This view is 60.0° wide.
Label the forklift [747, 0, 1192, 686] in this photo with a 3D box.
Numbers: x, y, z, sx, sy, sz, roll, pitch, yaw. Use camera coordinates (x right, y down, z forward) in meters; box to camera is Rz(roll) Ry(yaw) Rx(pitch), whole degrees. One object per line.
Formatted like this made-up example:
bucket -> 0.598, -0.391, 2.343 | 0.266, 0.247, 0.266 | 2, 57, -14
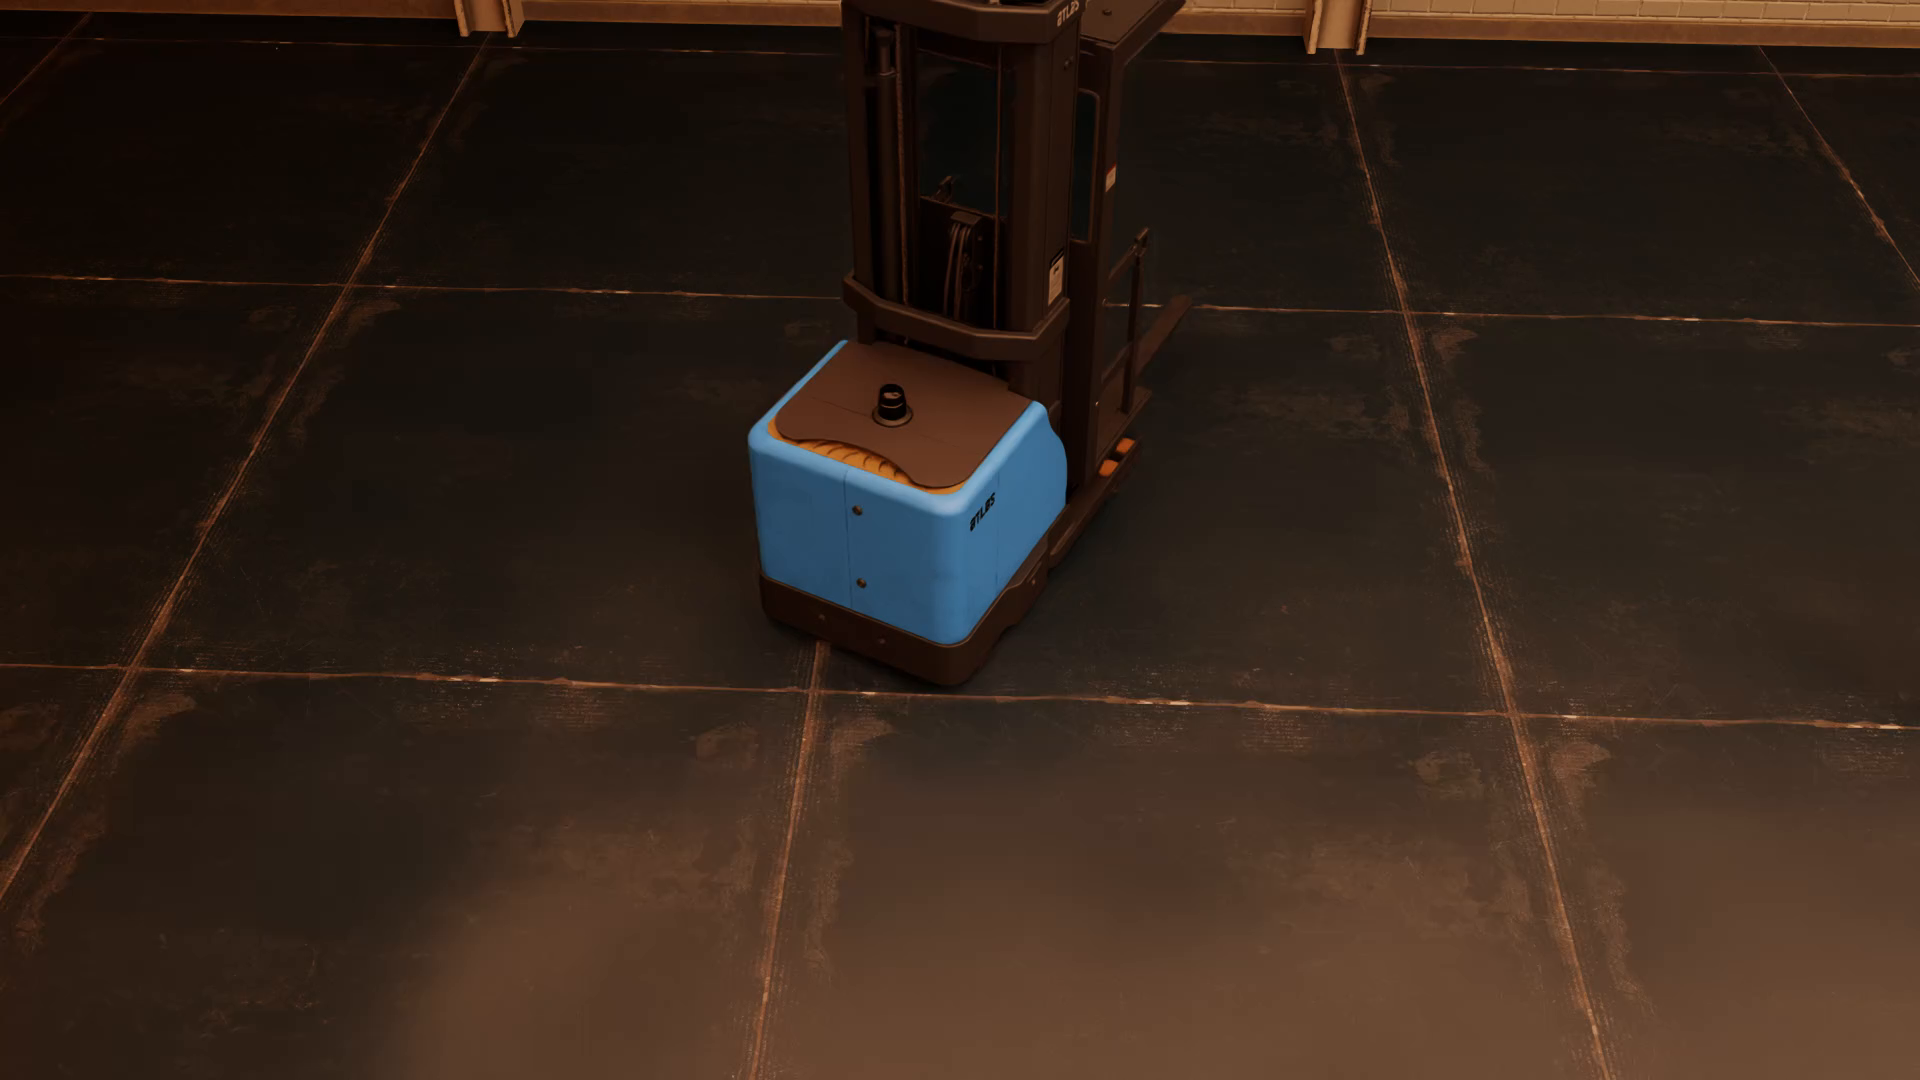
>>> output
forklift -> 0.249, -1.445, 7.325 | 1.130, 2.935, 3.031 | 20, 46, 20
